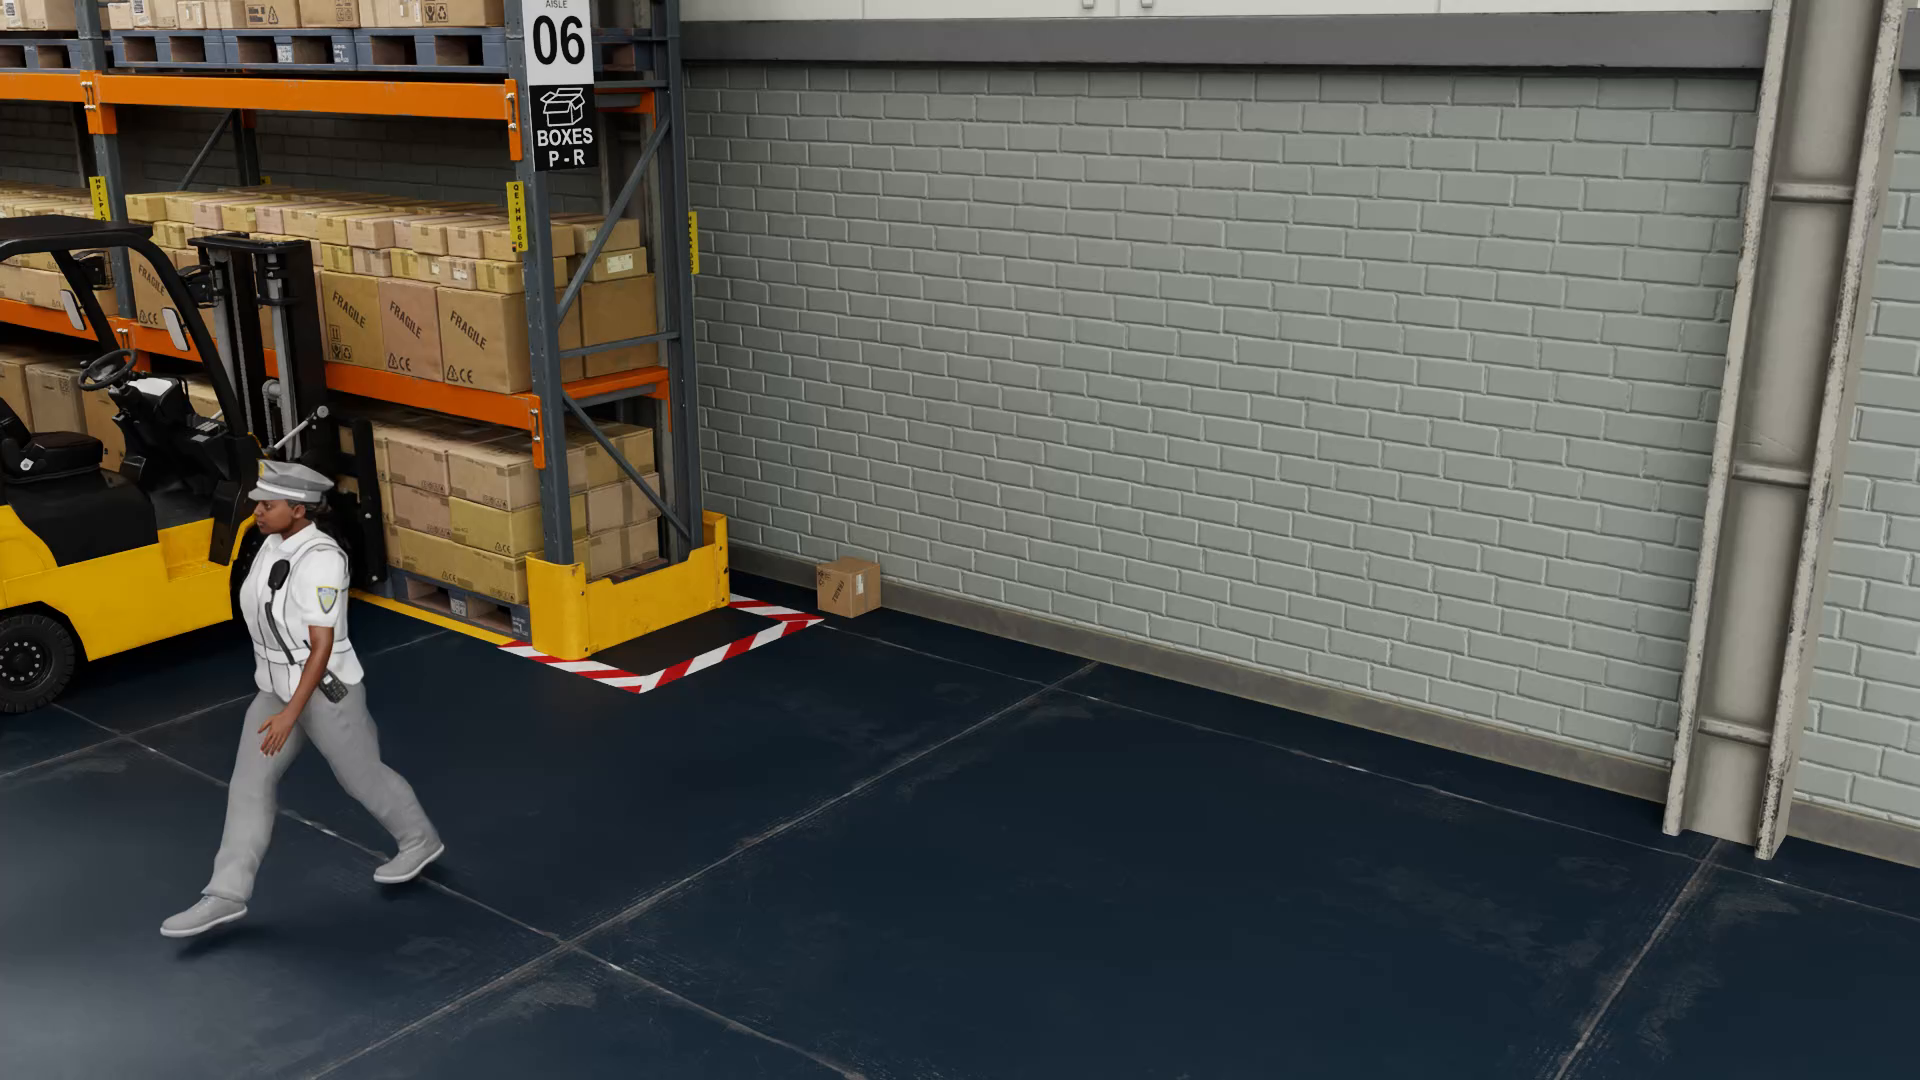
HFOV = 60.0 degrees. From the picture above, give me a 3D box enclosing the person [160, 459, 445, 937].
[{"bbox_3d":[-2.307,0.524,5.722,0.459,1.626,0.978,13,21,38],"label":"person"}]
